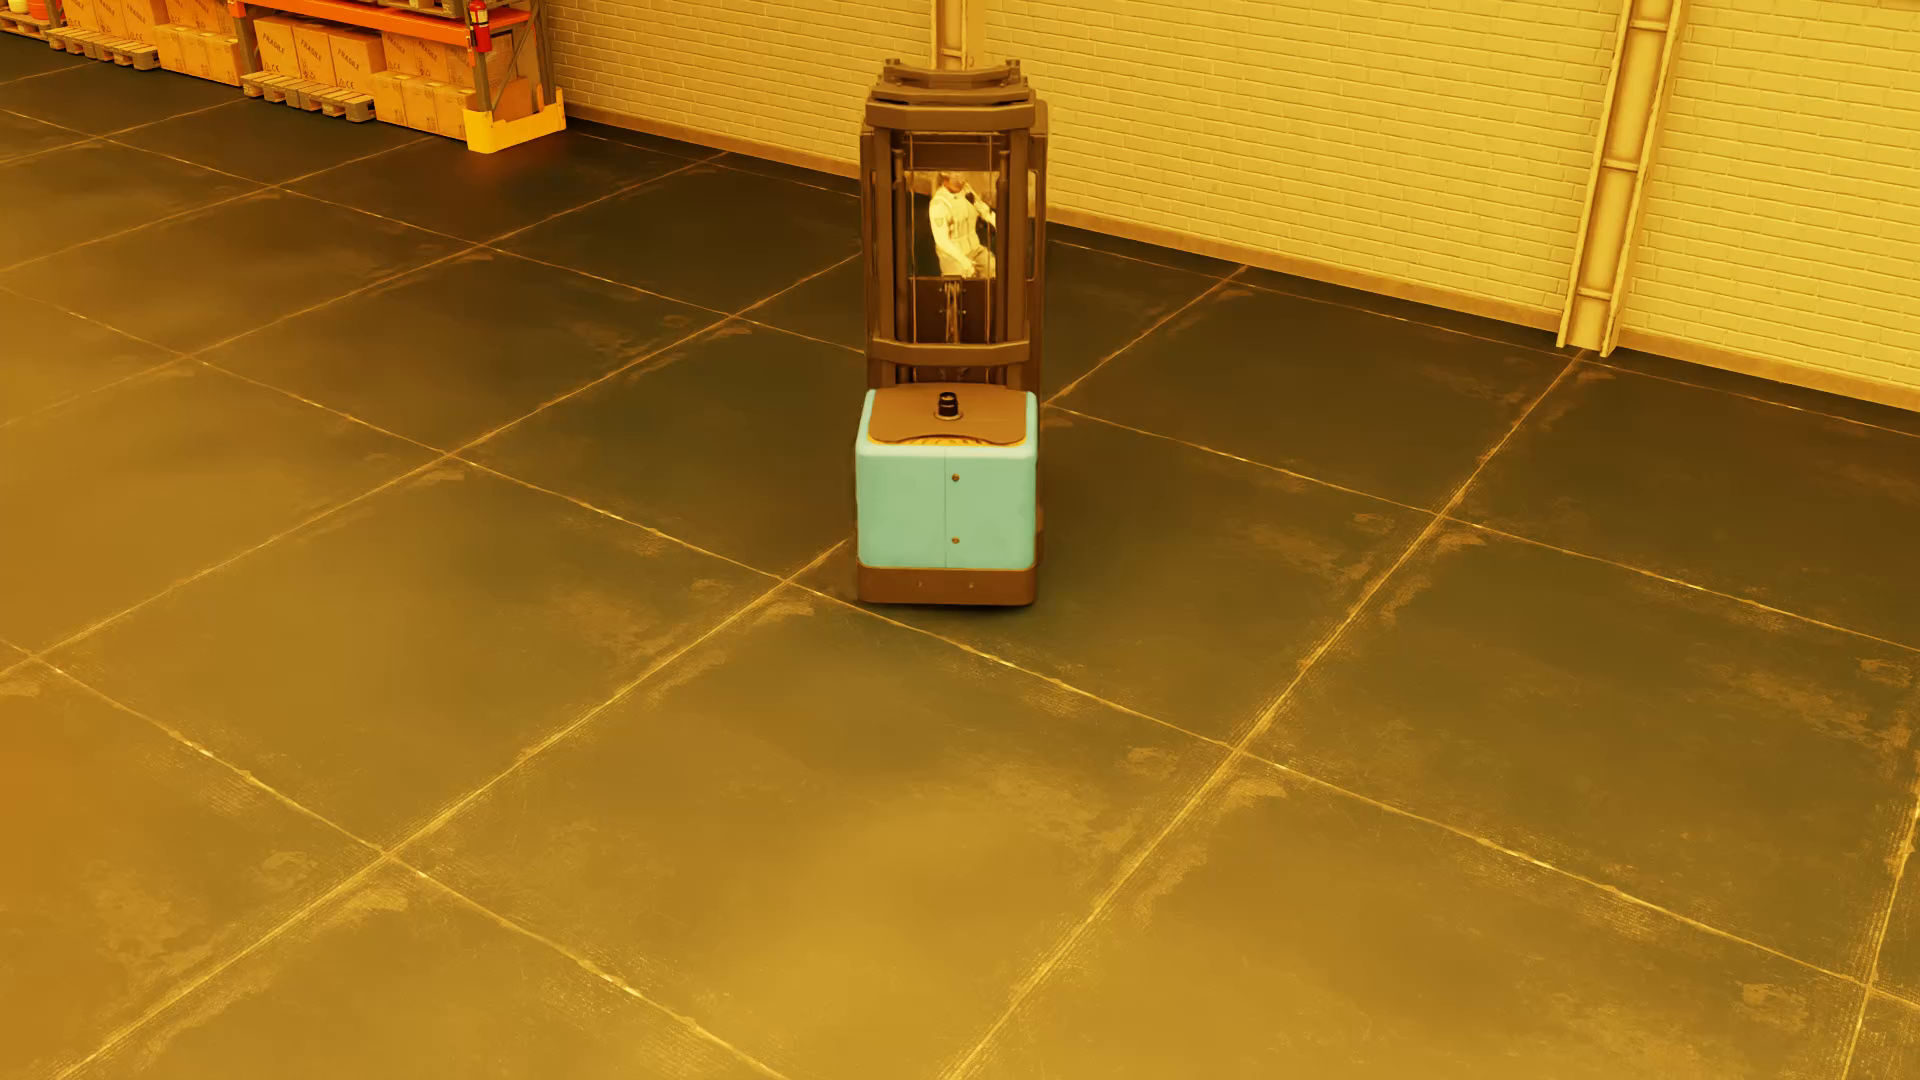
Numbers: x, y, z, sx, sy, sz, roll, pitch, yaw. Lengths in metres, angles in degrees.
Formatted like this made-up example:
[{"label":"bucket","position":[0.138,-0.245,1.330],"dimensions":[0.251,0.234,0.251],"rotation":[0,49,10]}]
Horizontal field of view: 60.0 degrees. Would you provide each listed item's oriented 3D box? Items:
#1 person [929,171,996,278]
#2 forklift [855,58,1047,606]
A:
[{"label":"person","position":[0.083,-2.172,12.729],"dimensions":[0.638,1.513,0.781],"rotation":[23,37,34]},{"label":"forklift","position":[-0.029,-1.589,10.318],"dimensions":[1.130,2.935,3.031],"rotation":[1,30,2]}]
